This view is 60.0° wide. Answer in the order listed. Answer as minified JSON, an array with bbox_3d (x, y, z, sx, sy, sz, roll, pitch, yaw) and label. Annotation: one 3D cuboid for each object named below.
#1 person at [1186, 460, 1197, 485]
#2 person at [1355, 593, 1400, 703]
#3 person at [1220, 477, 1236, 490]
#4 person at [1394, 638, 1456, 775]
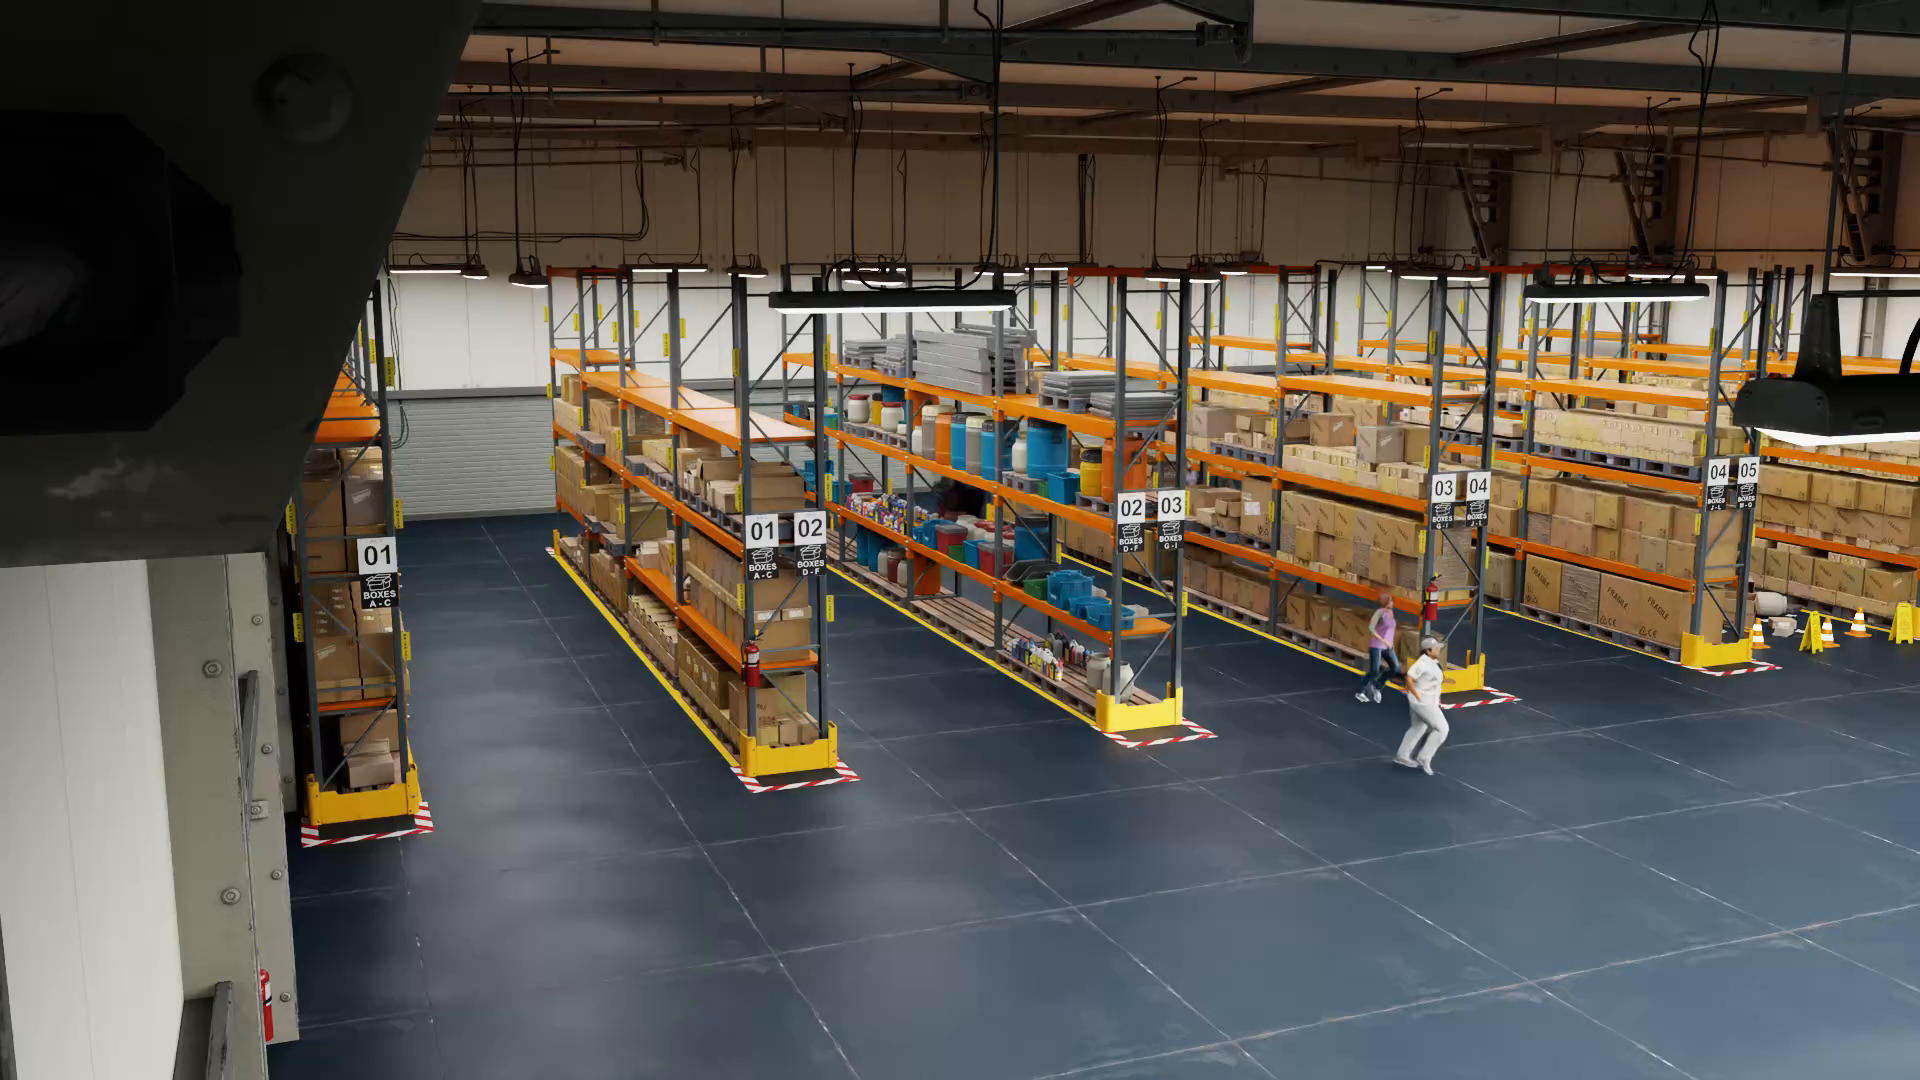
[{"bbox_3d":[5.120,-0.978,37.481,0.624,1.657,0.931,-4,11,-23],"label":"person"},{"bbox_3d":[5.960,1.512,23.469,0.601,1.545,0.570,-8,13,-38],"label":"person"},{"bbox_3d":[6.815,-1.767,42.135,0.656,1.639,0.581,-3,10,-16],"label":"person"},{"bbox_3d":[5.706,2.028,20.369,0.697,1.704,0.574,2,10,13],"label":"person"}]
